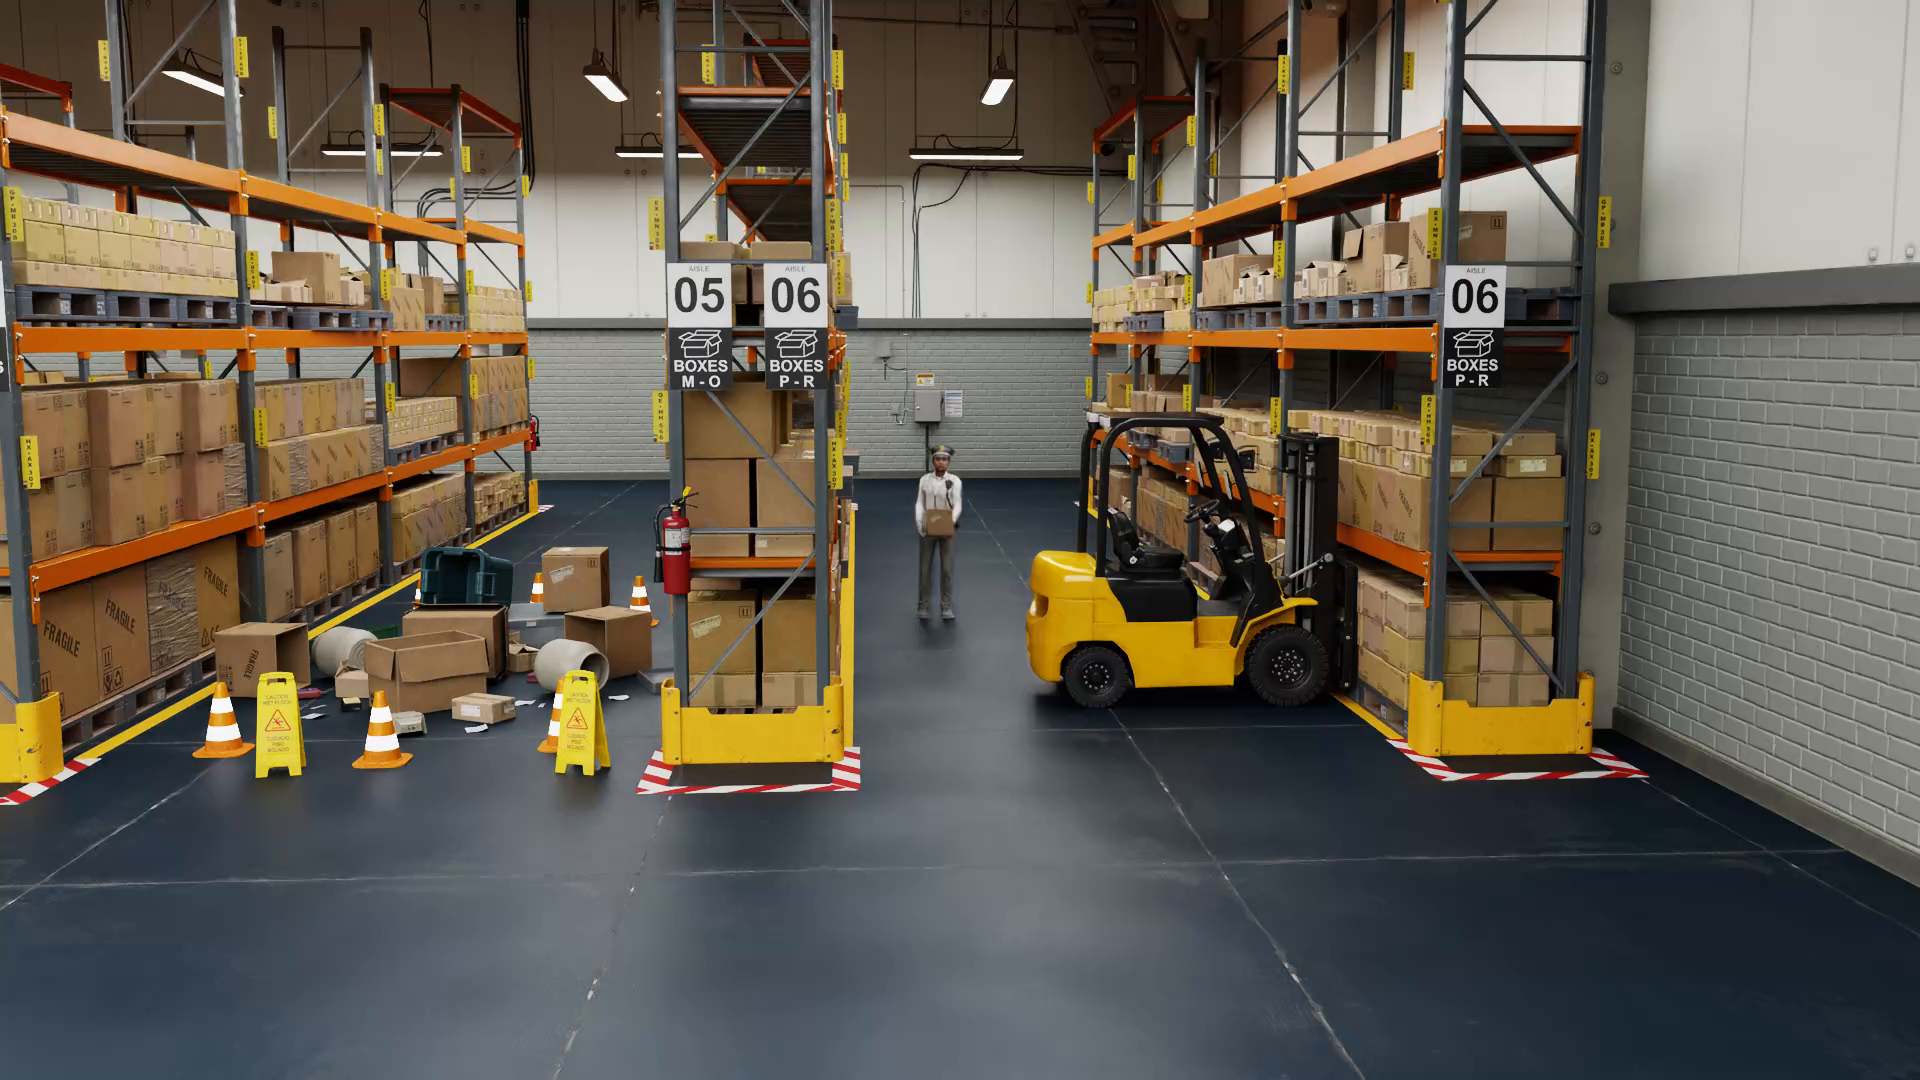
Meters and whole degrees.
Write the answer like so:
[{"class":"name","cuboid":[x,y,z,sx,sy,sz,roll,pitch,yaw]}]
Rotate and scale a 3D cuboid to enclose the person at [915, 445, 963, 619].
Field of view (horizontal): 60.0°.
[{"class":"person","cuboid":[-0.208,-0.081,16.259,0.469,1.698,0.549,1,7,10]}]
